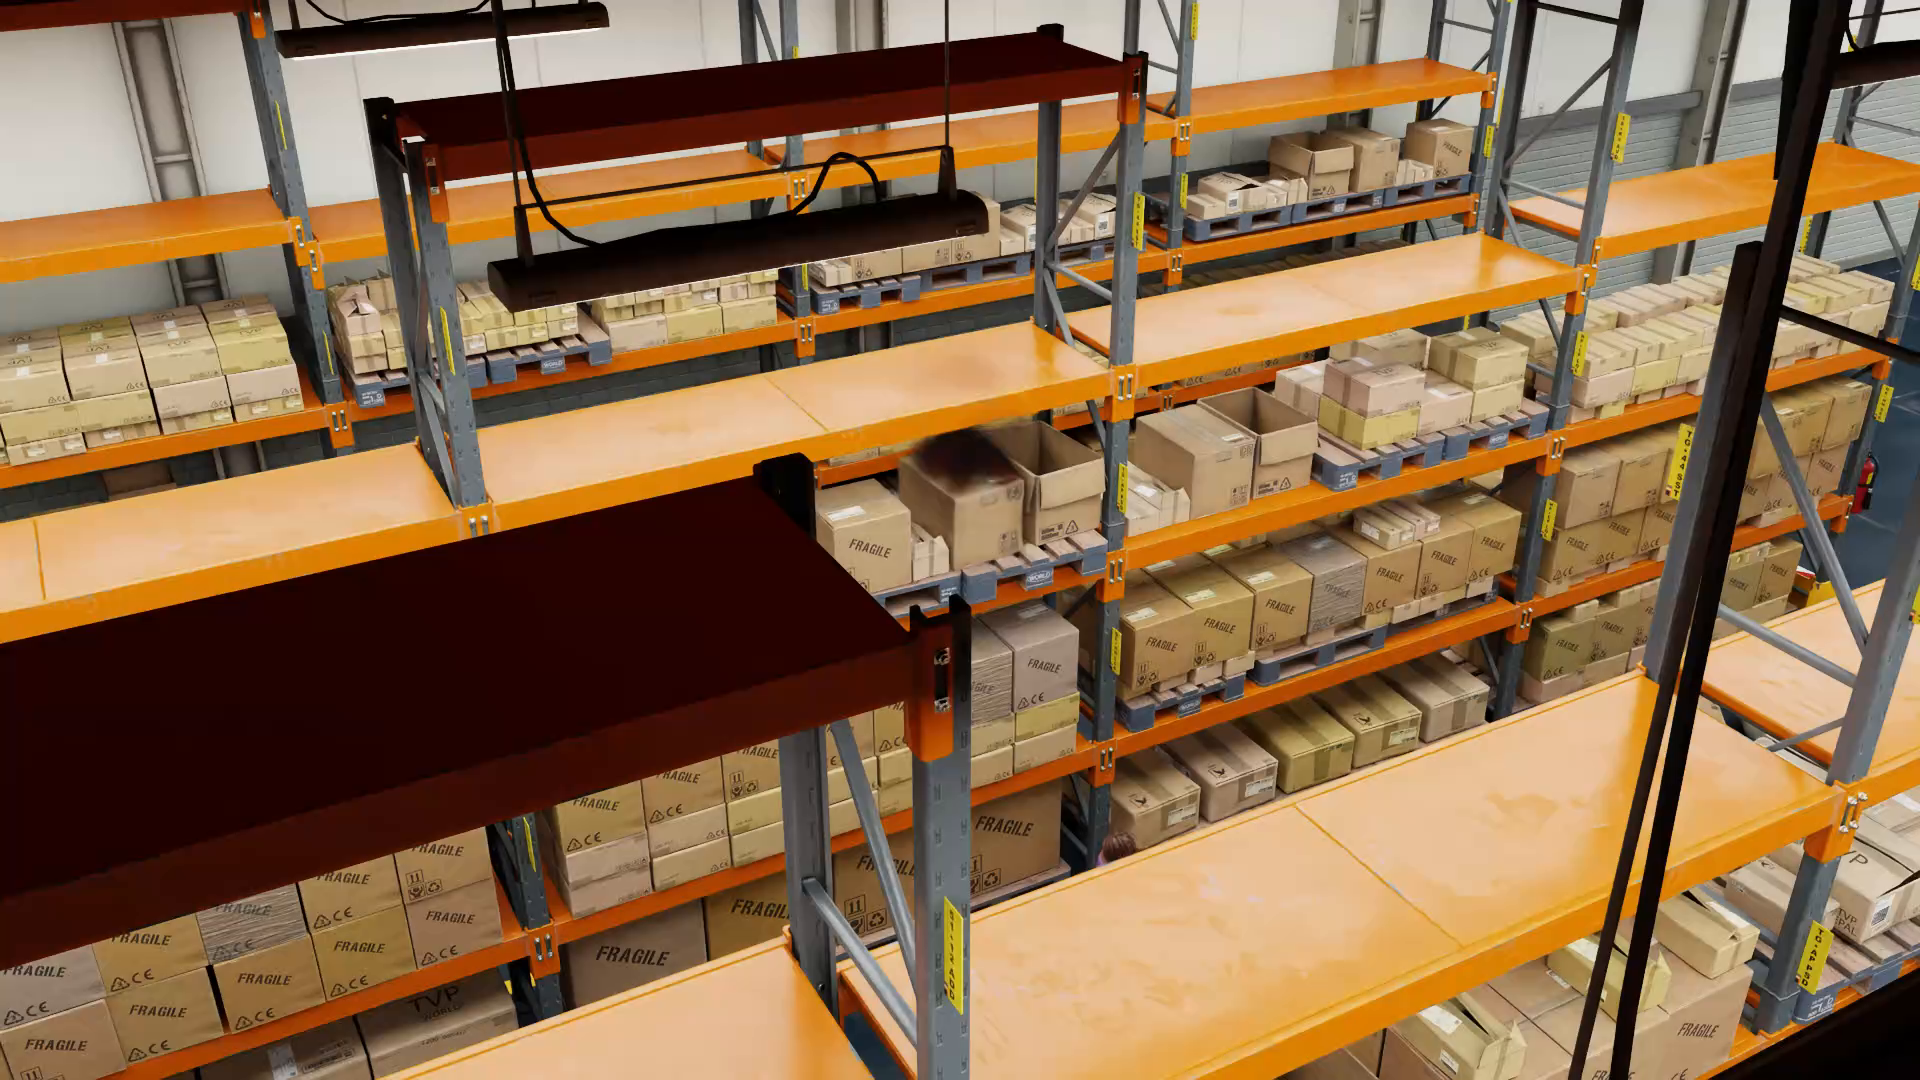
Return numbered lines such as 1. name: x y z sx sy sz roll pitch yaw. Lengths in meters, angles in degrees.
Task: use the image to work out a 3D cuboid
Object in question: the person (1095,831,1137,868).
1. person: 0.904 2.489 10.441 0.498 1.618 0.532 -14 31 -24
